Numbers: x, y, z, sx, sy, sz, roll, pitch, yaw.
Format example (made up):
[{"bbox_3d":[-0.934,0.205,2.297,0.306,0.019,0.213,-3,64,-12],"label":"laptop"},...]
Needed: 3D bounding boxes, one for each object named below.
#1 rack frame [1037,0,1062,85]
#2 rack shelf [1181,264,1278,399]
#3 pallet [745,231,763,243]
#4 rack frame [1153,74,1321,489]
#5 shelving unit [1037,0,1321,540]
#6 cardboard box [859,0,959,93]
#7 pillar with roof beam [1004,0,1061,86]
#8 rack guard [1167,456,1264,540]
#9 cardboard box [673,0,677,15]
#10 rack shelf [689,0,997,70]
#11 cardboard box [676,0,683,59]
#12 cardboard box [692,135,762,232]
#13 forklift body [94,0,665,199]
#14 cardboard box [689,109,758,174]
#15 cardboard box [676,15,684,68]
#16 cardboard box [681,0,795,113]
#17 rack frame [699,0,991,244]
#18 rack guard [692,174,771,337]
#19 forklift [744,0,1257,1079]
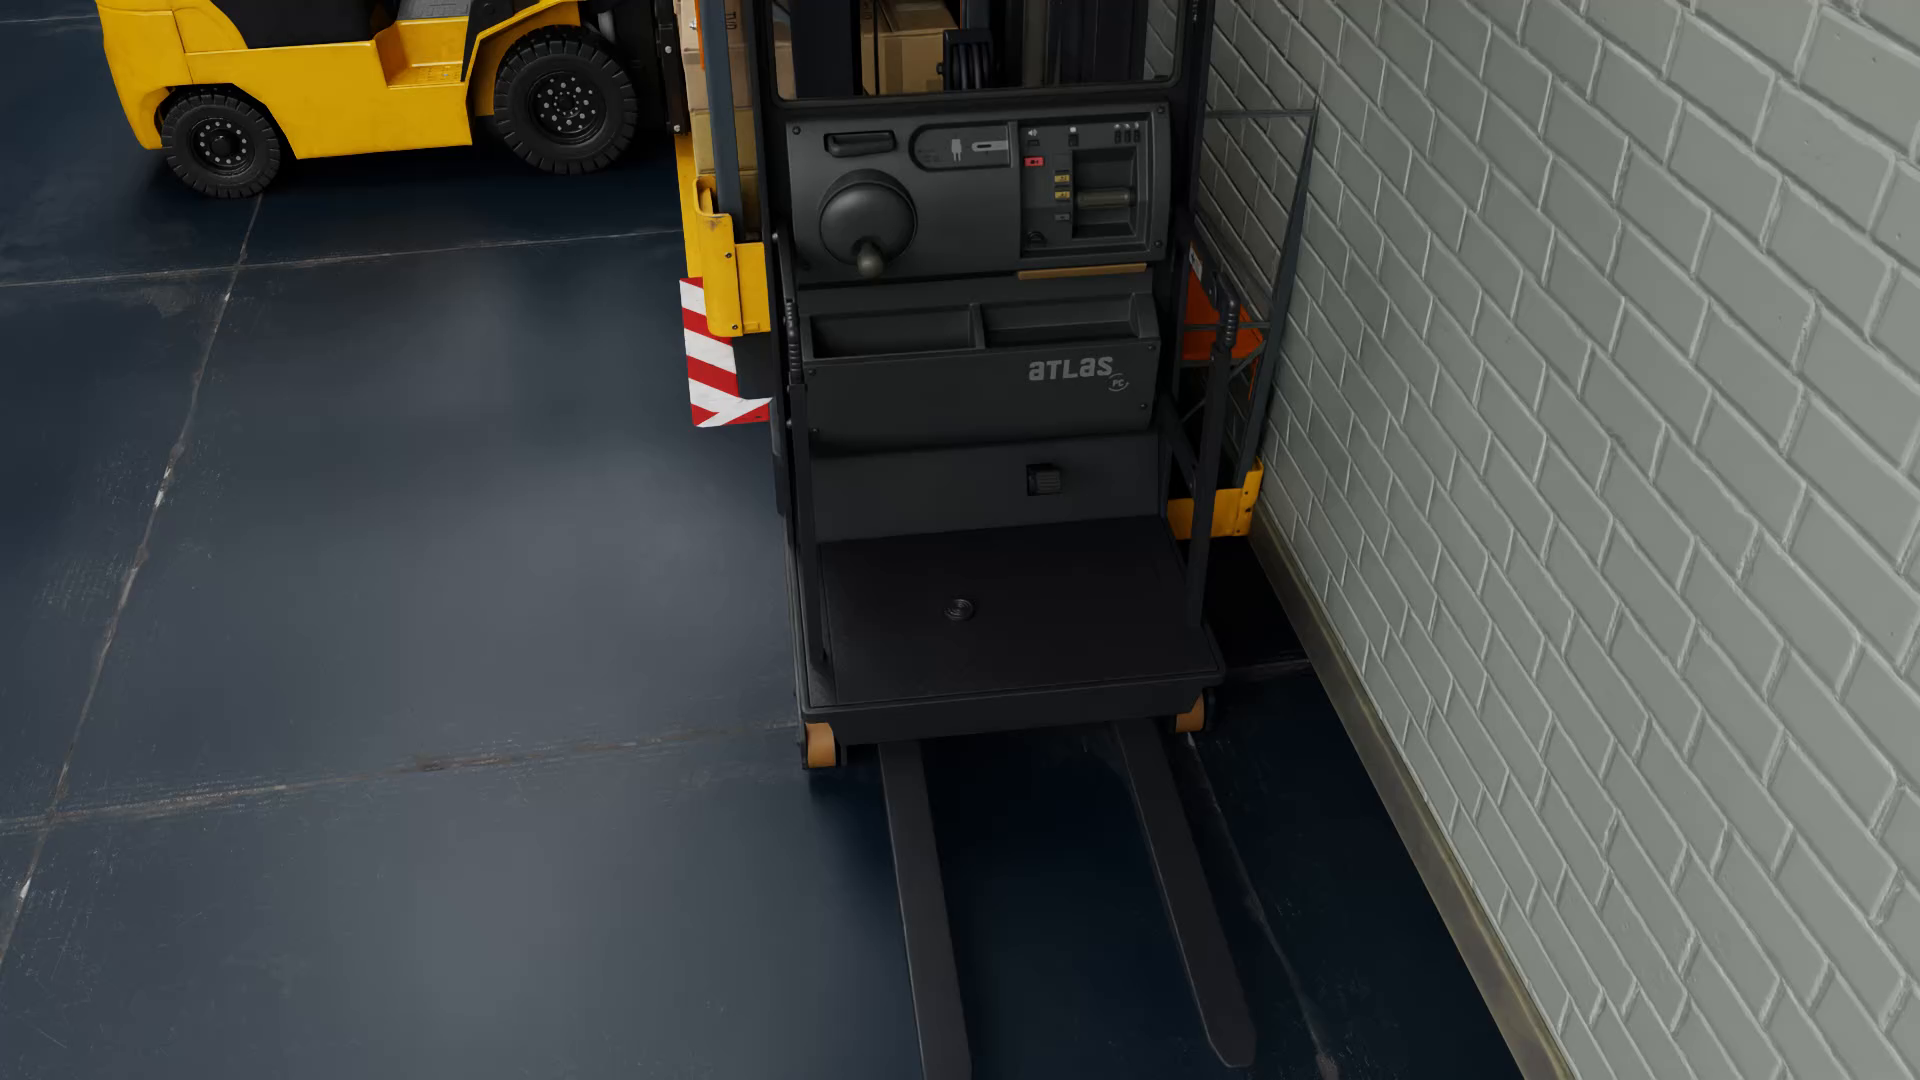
[{"bbox_3d":[0.470,-1.221,5.507,0.500,1.500,0.032,-4,39,-12],"label":"rack frame"},{"bbox_3d":[0.562,-0.769,5.228,0.538,0.185,1.000,-4,39,-12],"label":"rack shelf"},{"bbox_3d":[-0.571,-1.475,6.976,1.003,0.211,1.213,-6,38,-8],"label":"pallet"},{"bbox_3d":[0.682,-0.601,4.730,0.500,1.500,0.032,-4,39,-12],"label":"rack frame"},{"bbox_3d":[0.574,-0.917,5.125,0.587,1.500,1.083,-4,39,-12],"label":"shelving unit"},{"bbox_3d":[-0.293,-1.904,6.340,0.500,0.250,0.500,-7,38,-9],"label":"cardboard box"},{"bbox_3d":[-3.868,-4.542,3.762,9.100,9.000,0.400,-6,38,-8],"label":"pillar with roof beam"},{"bbox_3d":[0.631,-0.120,5.125,0.587,0.250,0.087,-4,39,-12],"label":"rack guard"},{"bbox_3d":[-0.977,-2.450,7.042,0.500,0.250,0.500,-6,38,-7],"label":"cardboard box"},{"bbox_3d":[-0.746,-3.043,7.308,1.077,0.370,4.000,-6,38,-8],"label":"rack shelf"},{"bbox_3d":[-0.878,-2.146,6.651,0.500,0.250,0.500,-6,38,-7],"label":"cardboard box"},{"bbox_3d":[-0.789,-1.449,6.568,0.500,0.250,0.500,-6,38,-8],"label":"cardboard box"},{"bbox_3d":[-2.524,-2.733,7.014,2.313,2.155,1.214,-6,38,-8],"label":"forklift body"},{"bbox_3d":[-0.788,-1.657,6.429,0.500,0.250,0.500,-7,38,-9],"label":"cardboard box"},{"bbox_3d":[-0.977,-2.270,7.219,0.500,0.250,0.500,-7,38,-9],"label":"cardboard box"},{"bbox_3d":[-0.783,-1.838,6.255,0.500,0.250,0.500,-5,38,-6],"label":"cardboard box"},{"bbox_3d":[-0.395,-2.119,5.532,1.000,3.000,0.127,-6,38,-8],"label":"rack frame"},{"bbox_3d":[-0.391,-1.117,6.280,1.175,0.500,0.348,-6,38,-8],"label":"rack guard"},{"bbox_3d":[0.083,-0.778,3.863,1.130,2.935,3.031,-5,38,-6],"label":"forklift"}]
